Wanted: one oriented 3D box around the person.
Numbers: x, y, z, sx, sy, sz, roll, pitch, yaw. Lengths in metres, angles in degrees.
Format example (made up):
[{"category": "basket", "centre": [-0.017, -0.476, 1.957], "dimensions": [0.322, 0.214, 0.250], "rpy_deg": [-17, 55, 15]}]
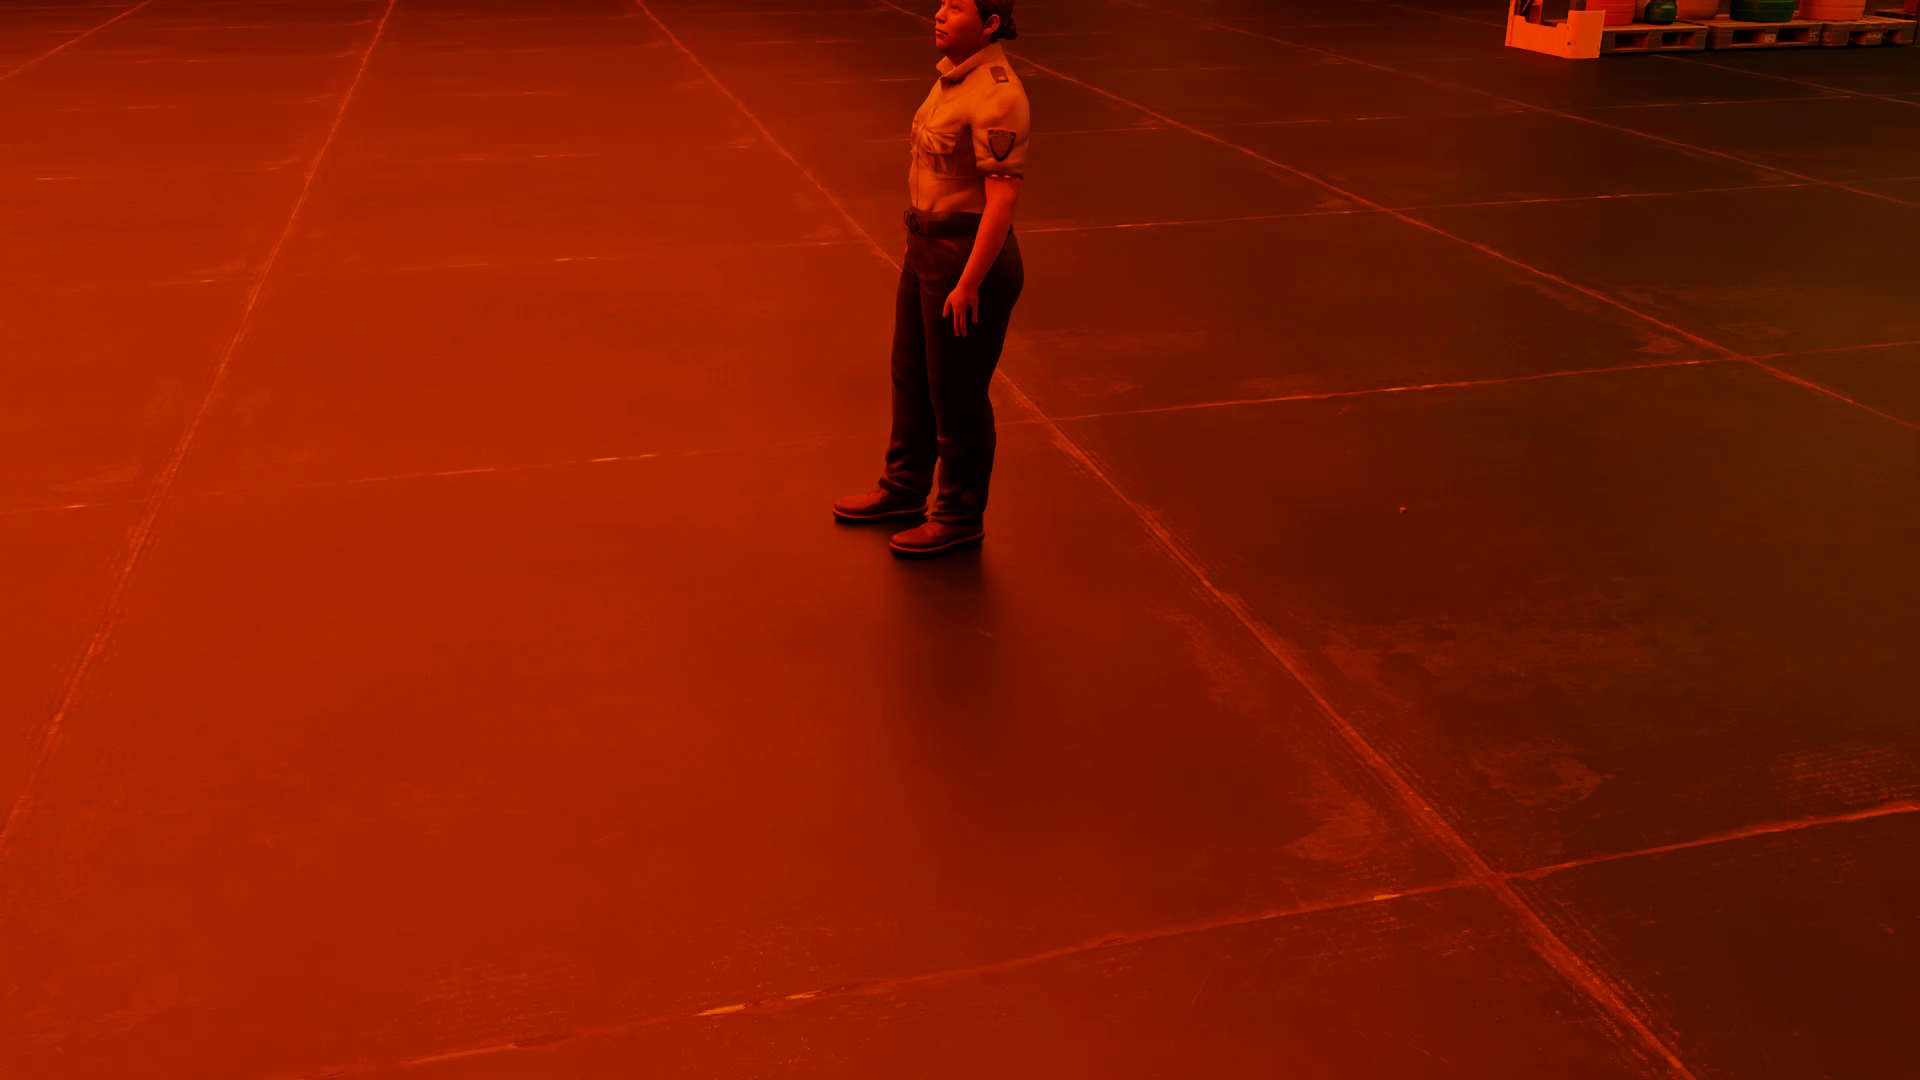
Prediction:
[{"category": "person", "centre": [-0.092, -0.765, 4.726], "dimensions": [0.503, 1.651, 0.598], "rpy_deg": [-6, 24, -14]}]
